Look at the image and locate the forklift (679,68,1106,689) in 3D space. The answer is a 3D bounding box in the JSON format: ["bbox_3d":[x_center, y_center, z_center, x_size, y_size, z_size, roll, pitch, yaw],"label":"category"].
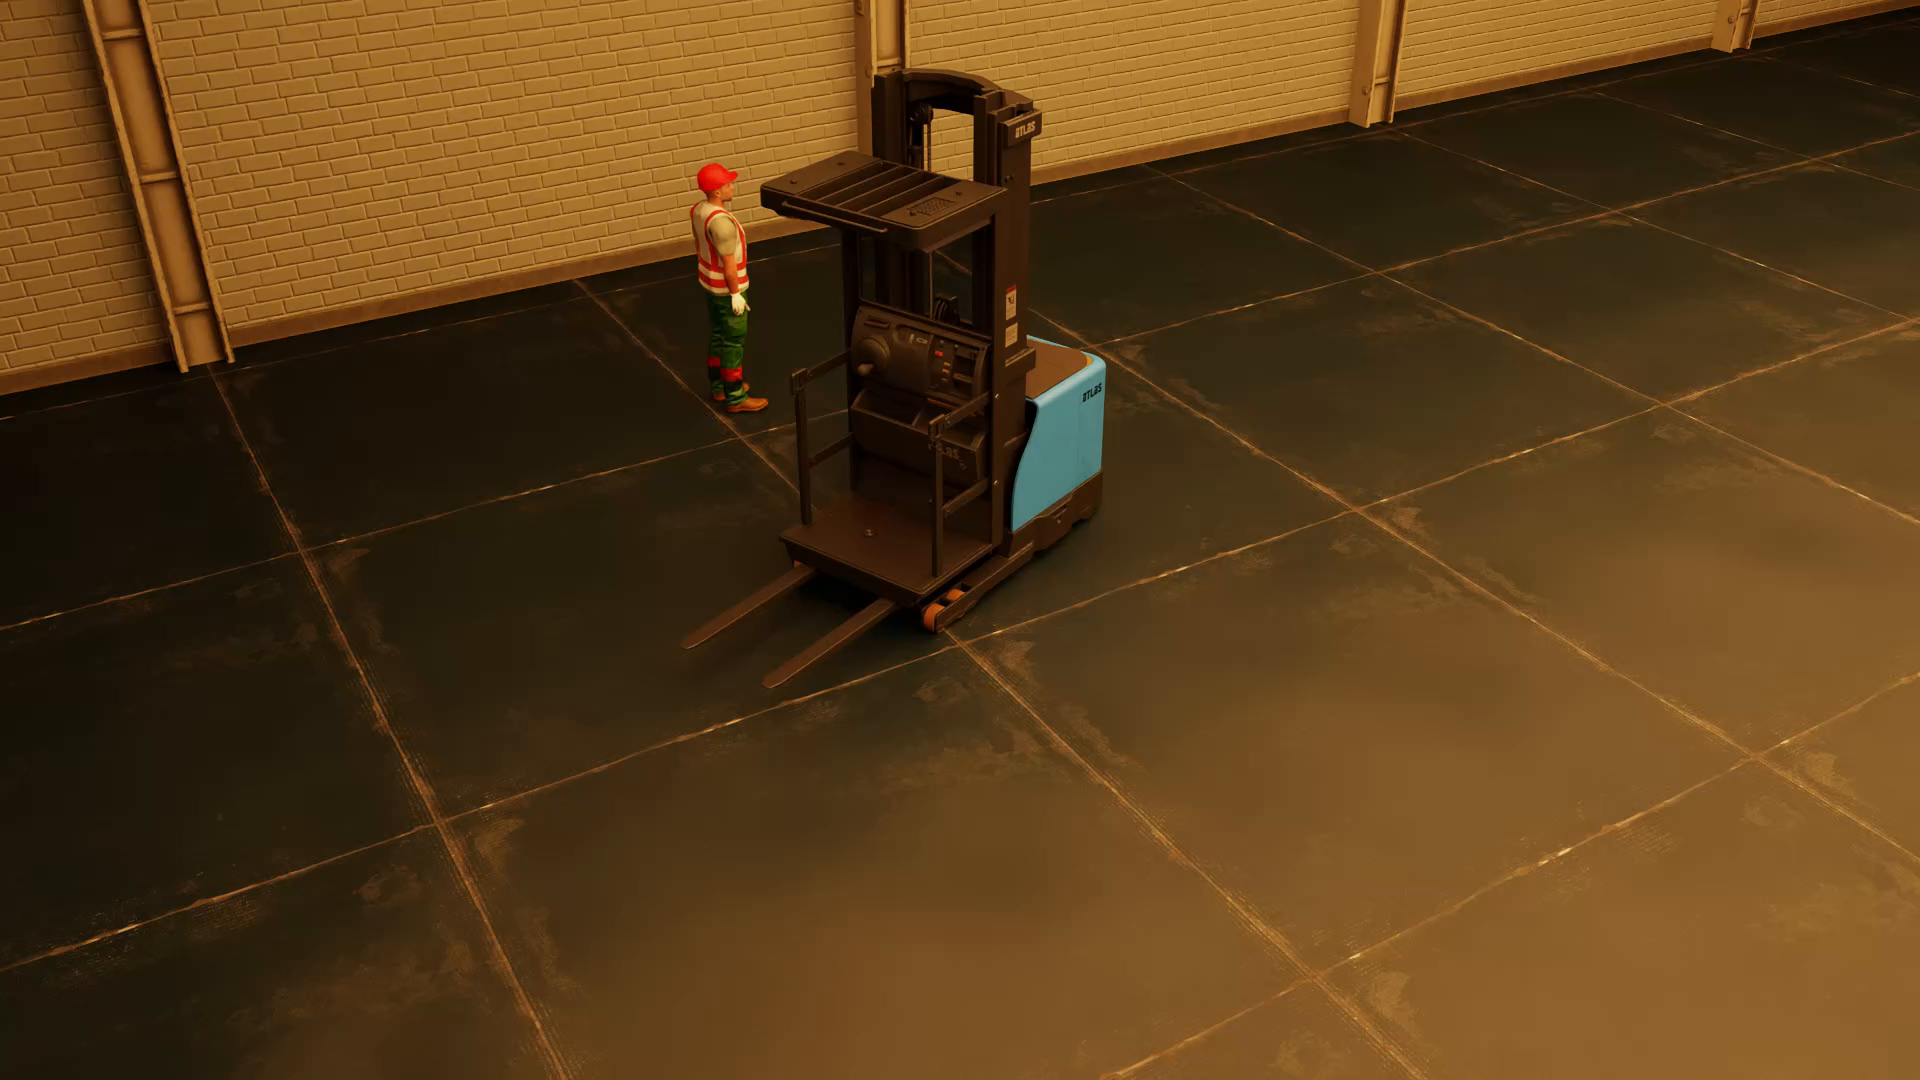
[{"bbox_3d":[-0.365,-1.007,9.329,1.130,2.935,3.031,21,37,31],"label":"forklift"}]

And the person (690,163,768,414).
[{"bbox_3d":[-1.647,-1.785,11.737,0.346,1.795,0.542,-17,35,-26],"label":"person"}]
